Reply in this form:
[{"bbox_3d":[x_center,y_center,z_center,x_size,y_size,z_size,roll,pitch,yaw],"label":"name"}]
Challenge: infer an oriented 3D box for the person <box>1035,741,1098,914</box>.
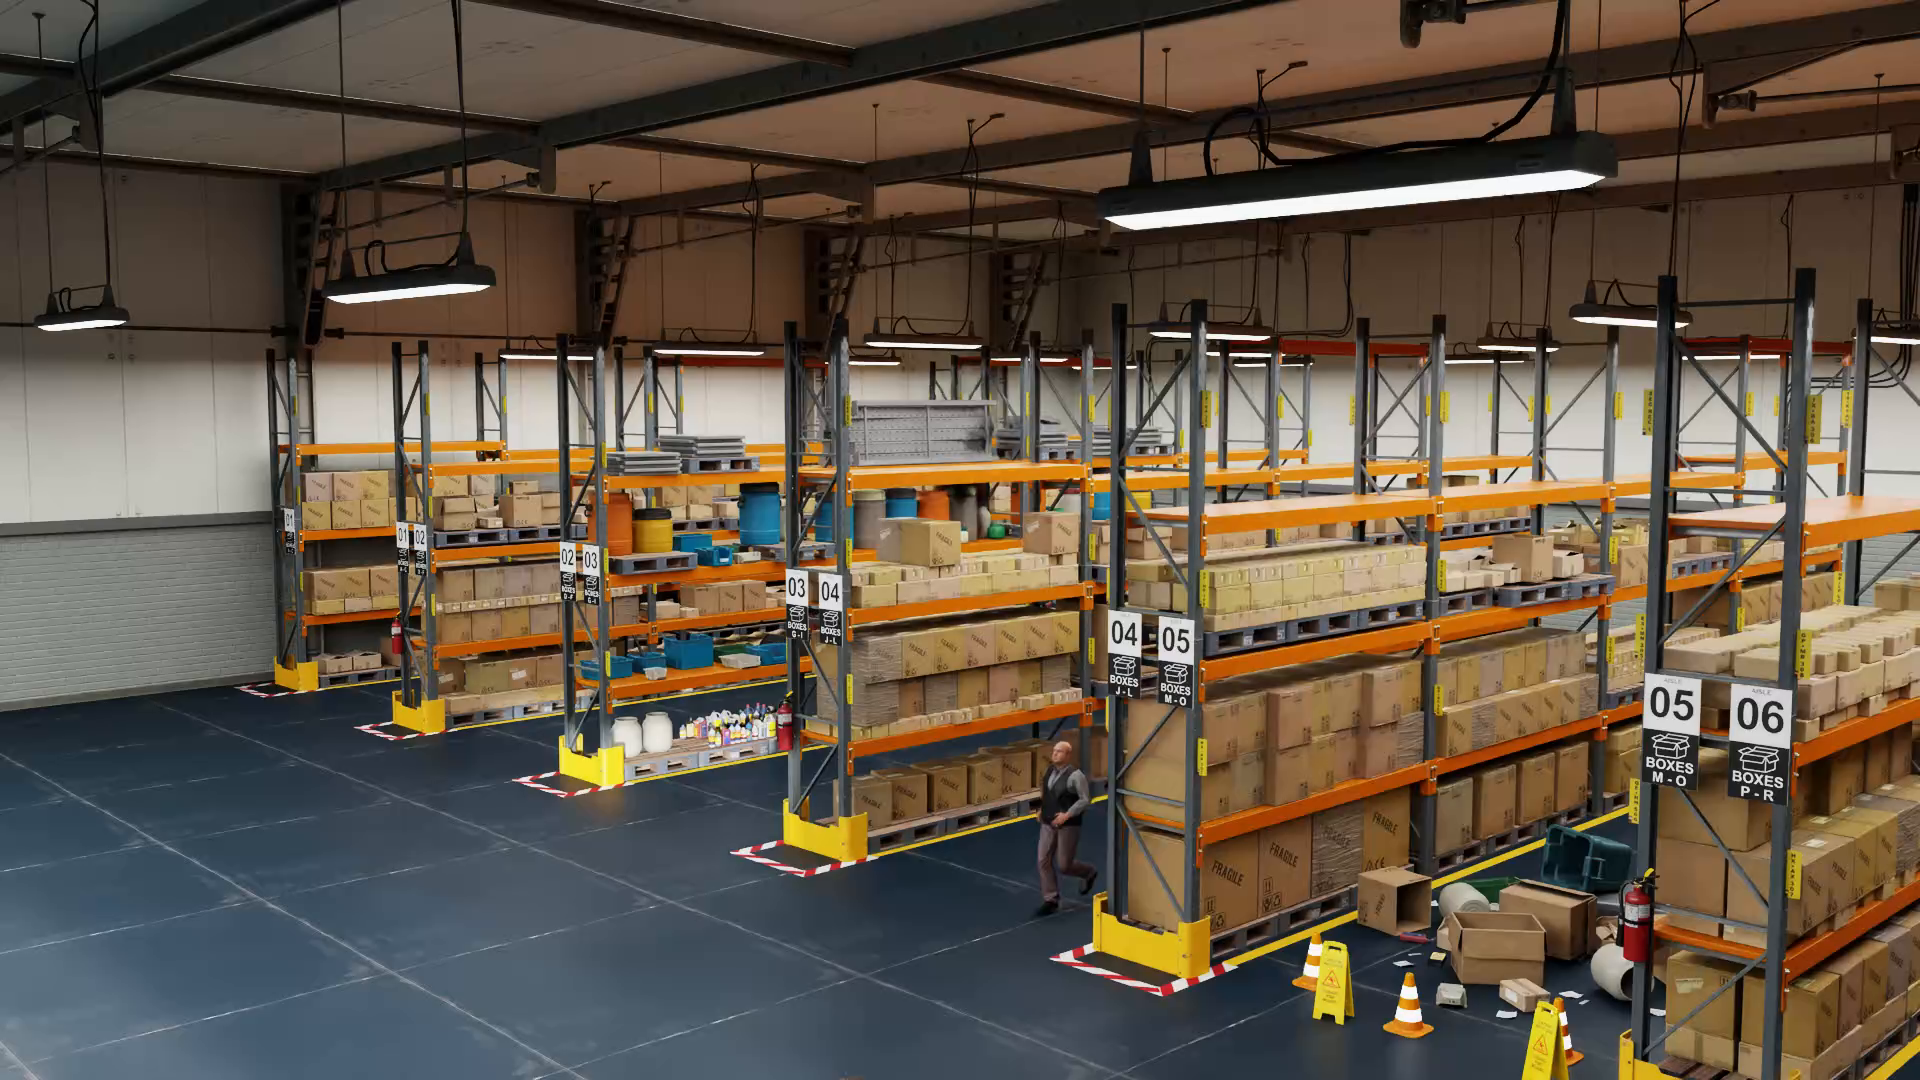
[{"bbox_3d":[1.051,2.869,16.771,0.673,1.700,0.789,5,7,44],"label":"person"}]
